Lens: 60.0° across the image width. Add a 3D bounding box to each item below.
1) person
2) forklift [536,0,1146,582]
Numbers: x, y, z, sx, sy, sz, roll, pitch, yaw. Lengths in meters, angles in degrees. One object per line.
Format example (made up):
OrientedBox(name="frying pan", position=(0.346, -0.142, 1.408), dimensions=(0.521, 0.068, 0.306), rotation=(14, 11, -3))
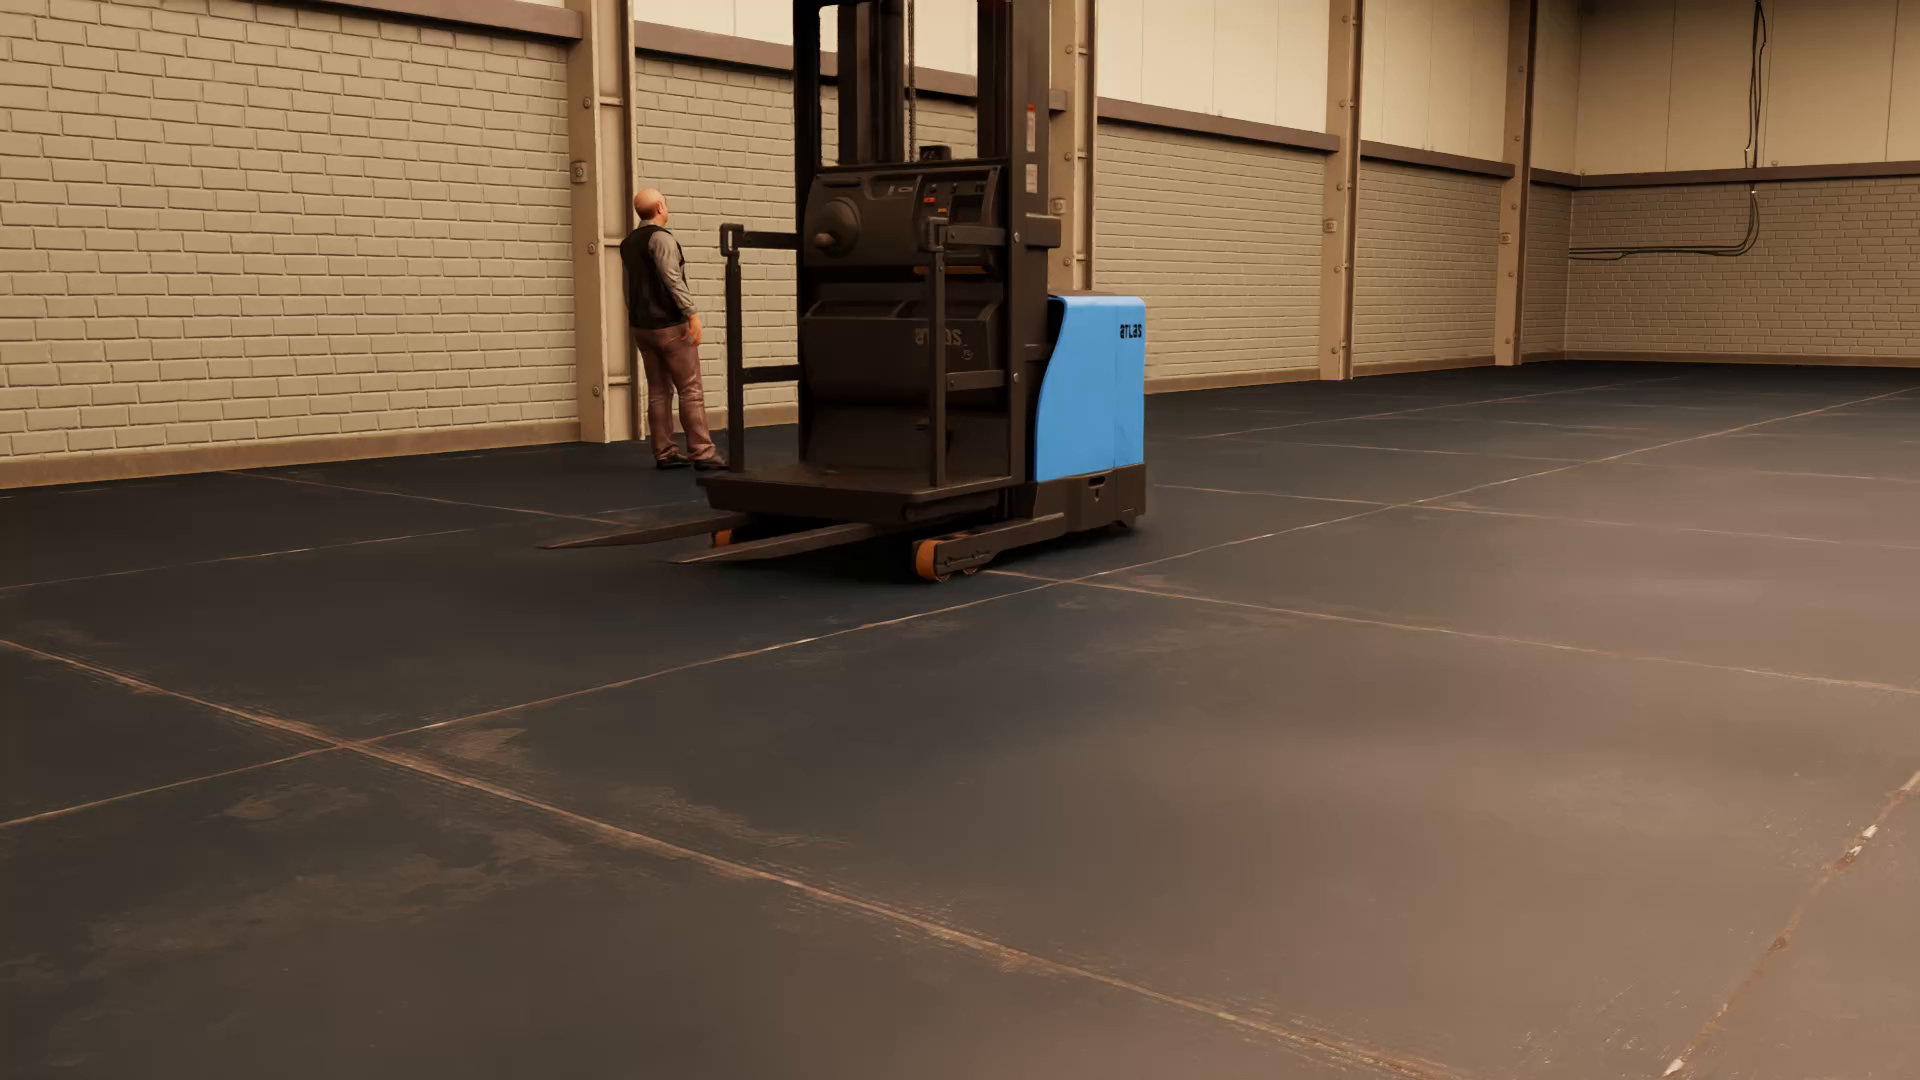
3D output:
OrientedBox(name="person", position=(-1.788, -1.311, 10.374), dimensions=(0.569, 1.722, 0.628), rotation=(-8, 12, -43))
OrientedBox(name="forklift", position=(-0.358, -1.366, 6.619), dimensions=(1.130, 2.935, 3.031), rotation=(5, 10, 33))
